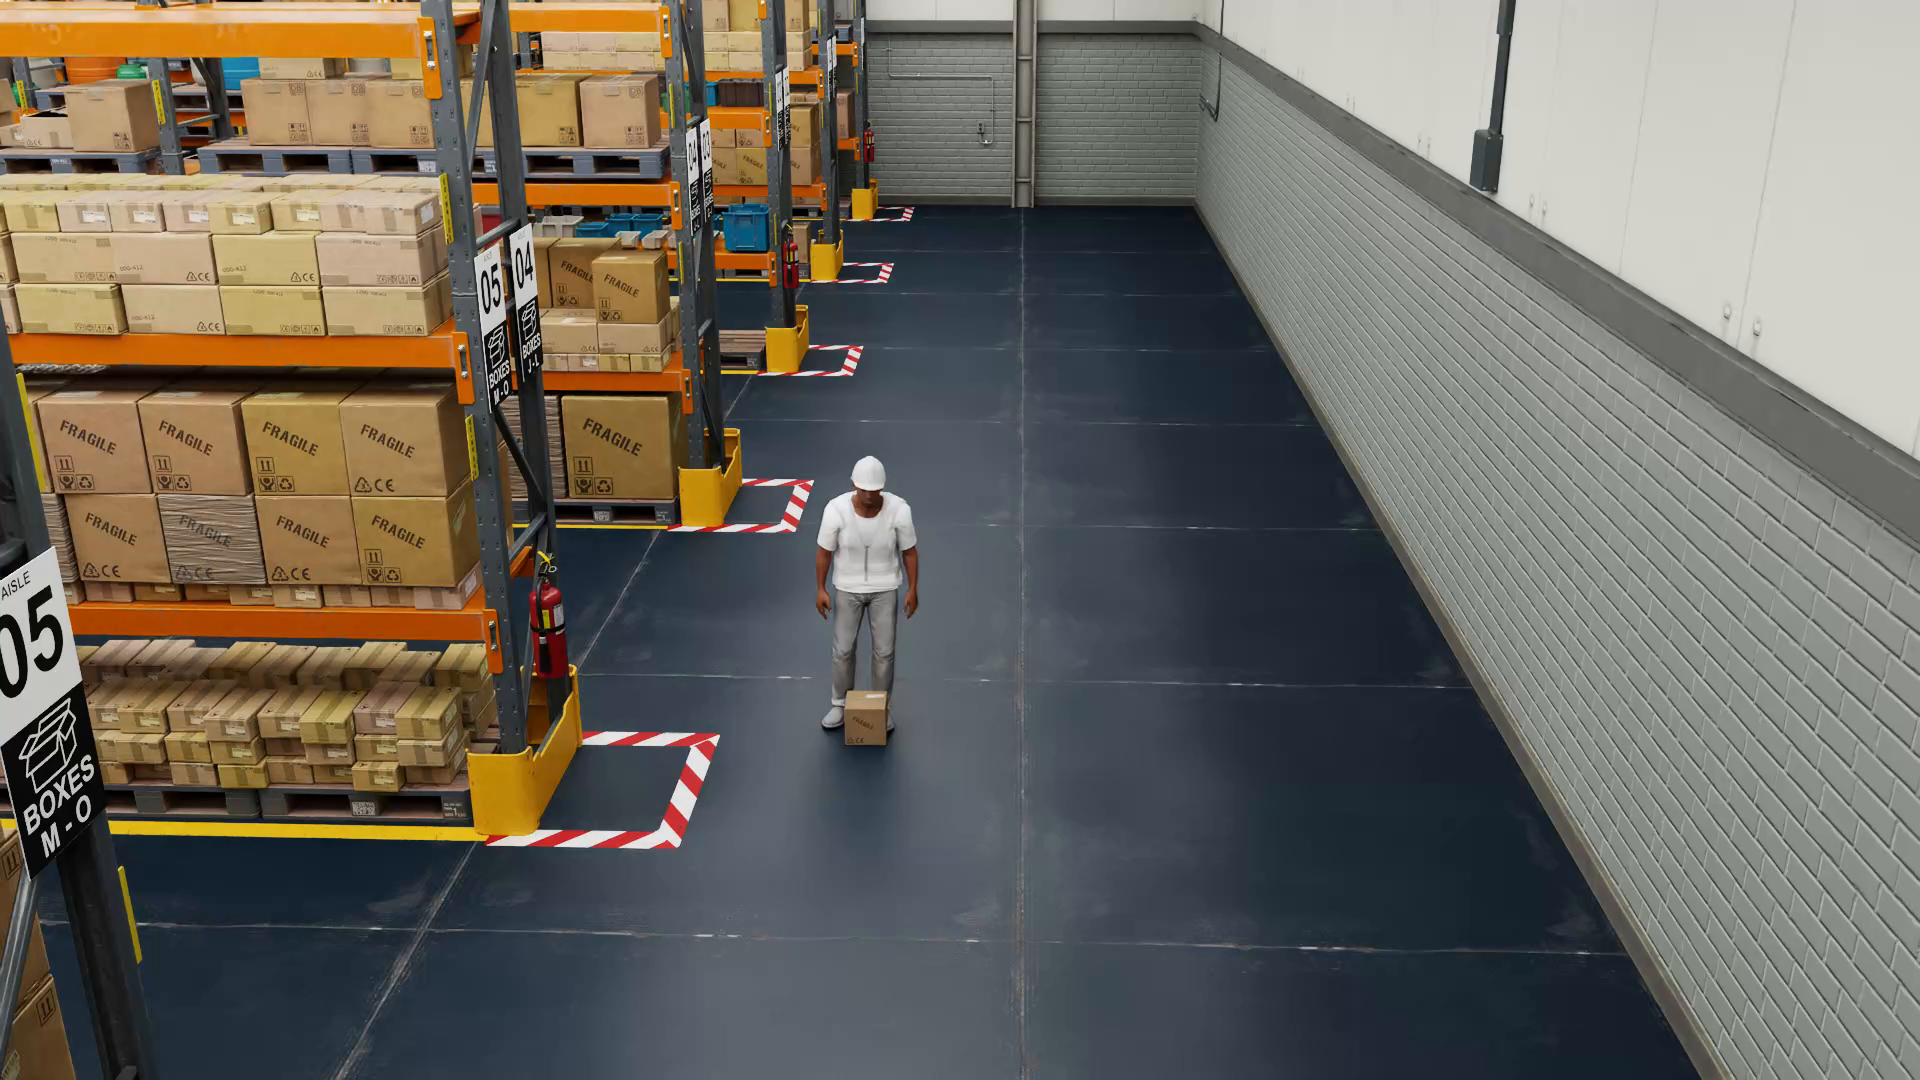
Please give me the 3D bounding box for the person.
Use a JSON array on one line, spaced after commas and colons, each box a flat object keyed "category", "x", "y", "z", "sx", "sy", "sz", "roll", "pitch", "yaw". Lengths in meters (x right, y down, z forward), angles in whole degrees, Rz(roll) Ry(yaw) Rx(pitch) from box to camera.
[{"category": "person", "x": -0.570, "y": 0.313, "z": 10.225, "sx": 0.633, "sy": 1.759, "sz": 0.462, "roll": -1, "pitch": 21, "yaw": -2}]
